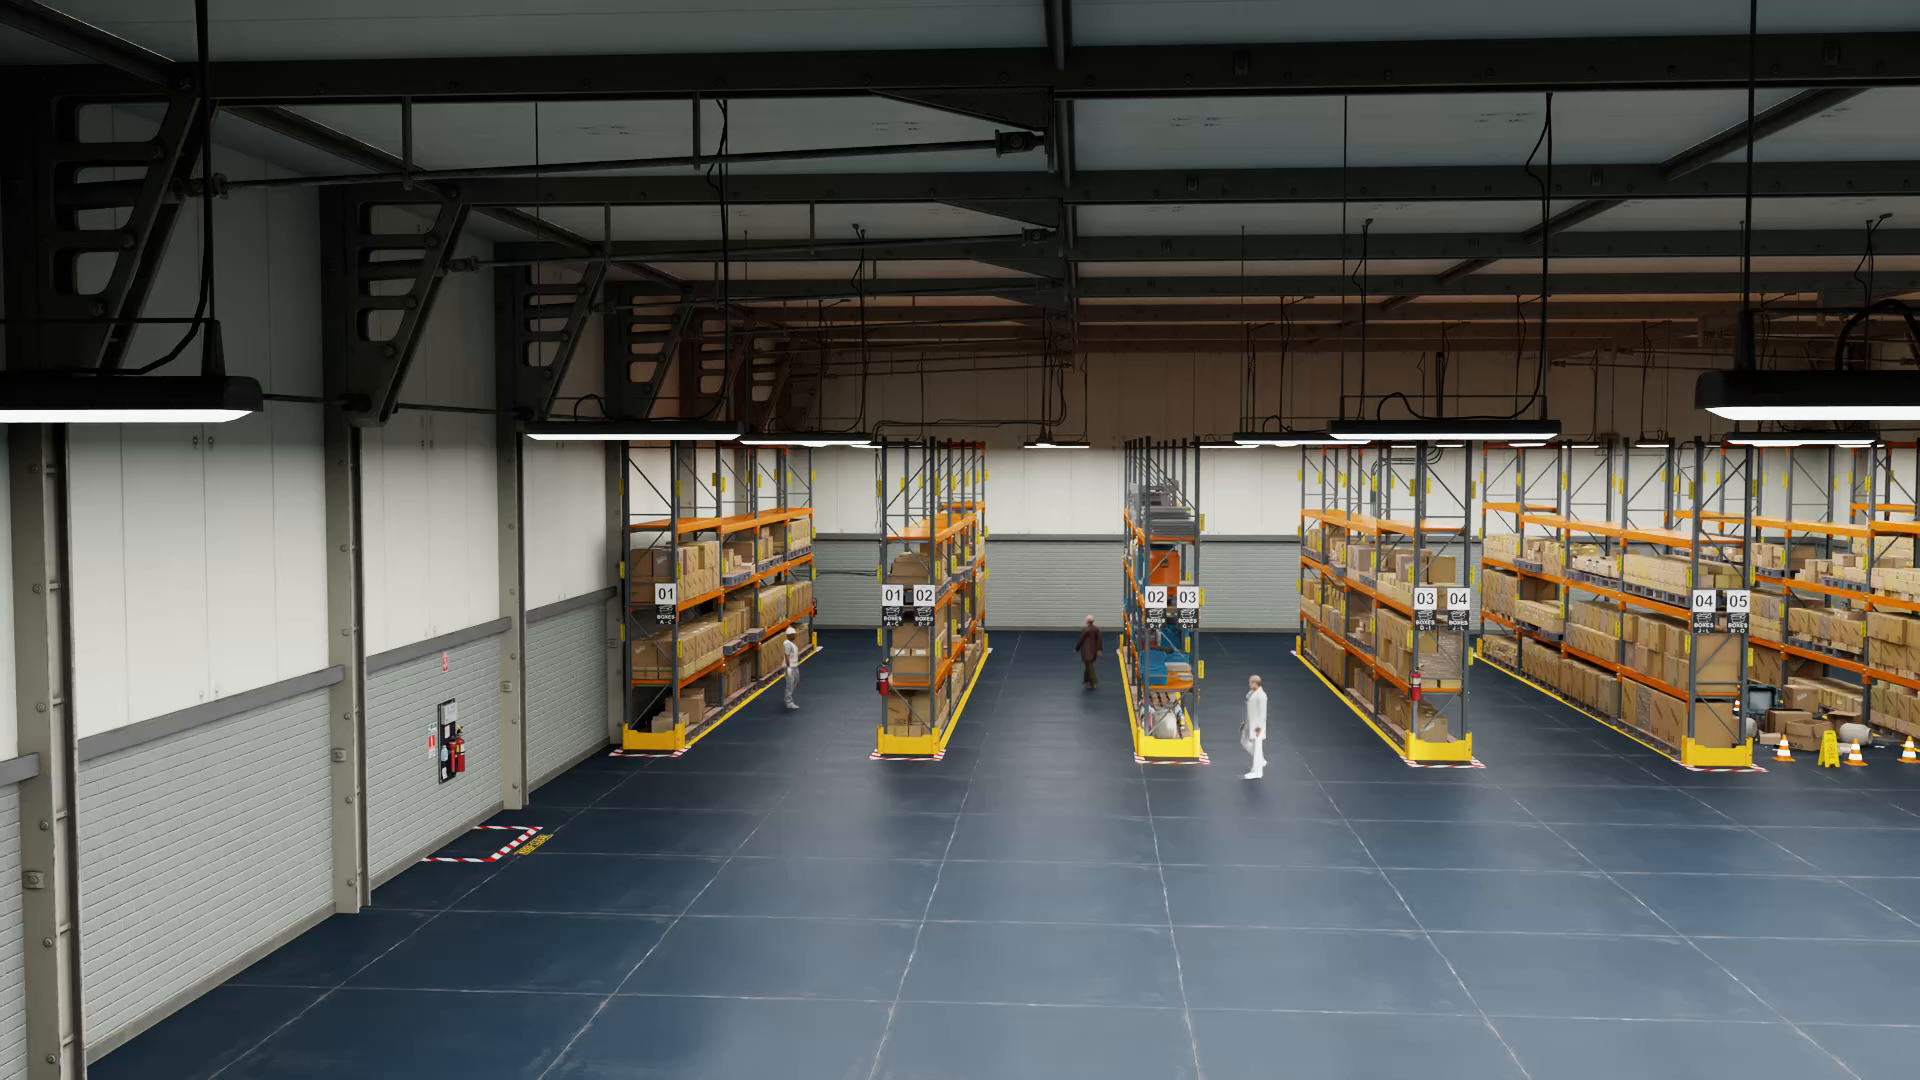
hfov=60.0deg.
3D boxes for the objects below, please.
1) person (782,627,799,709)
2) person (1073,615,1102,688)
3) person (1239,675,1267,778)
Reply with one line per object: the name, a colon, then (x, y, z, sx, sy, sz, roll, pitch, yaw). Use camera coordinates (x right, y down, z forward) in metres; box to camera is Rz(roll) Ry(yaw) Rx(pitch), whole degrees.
person: (-3.766, 2.880, 37.112, 0.396, 1.859, 0.631, 0, 3, 5)
person: (3.060, 2.681, 40.148, 0.645, 1.742, 0.961, -2, 4, -31)
person: (5.182, 3.256, 29.213, 0.583, 1.781, 0.660, -1, 3, -17)
